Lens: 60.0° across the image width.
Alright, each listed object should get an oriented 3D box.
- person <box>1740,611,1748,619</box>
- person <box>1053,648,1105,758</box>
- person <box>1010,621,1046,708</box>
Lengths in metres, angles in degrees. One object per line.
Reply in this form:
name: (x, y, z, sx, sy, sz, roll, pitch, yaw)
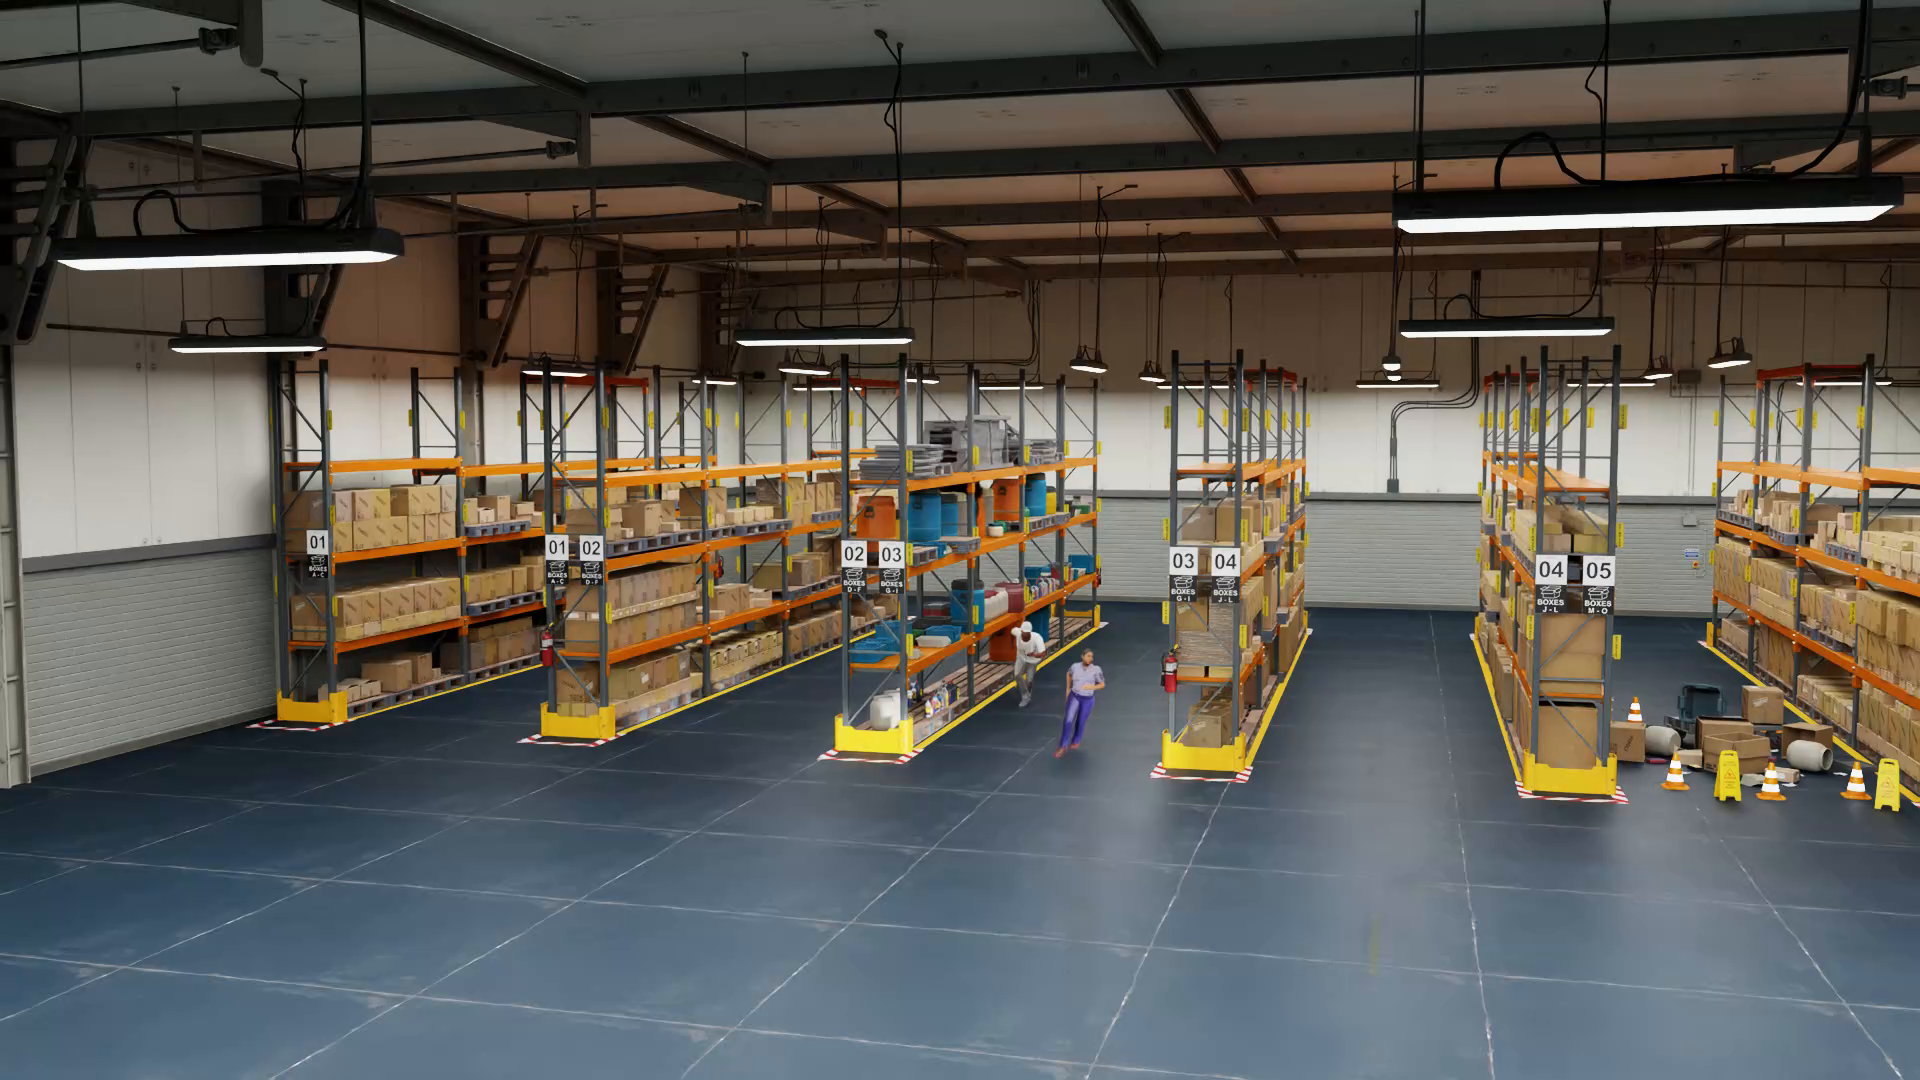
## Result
person: (17.922, 1.502, 37.602, 0.700, 1.619, 0.613, 3, 5, 37)
person: (1.779, 2.396, 24.819, 0.758, 1.599, 0.795, 0, 4, 5)
person: (1.197, 2.144, 29.248, 0.700, 1.545, 1.158, 1, 4, 12)
